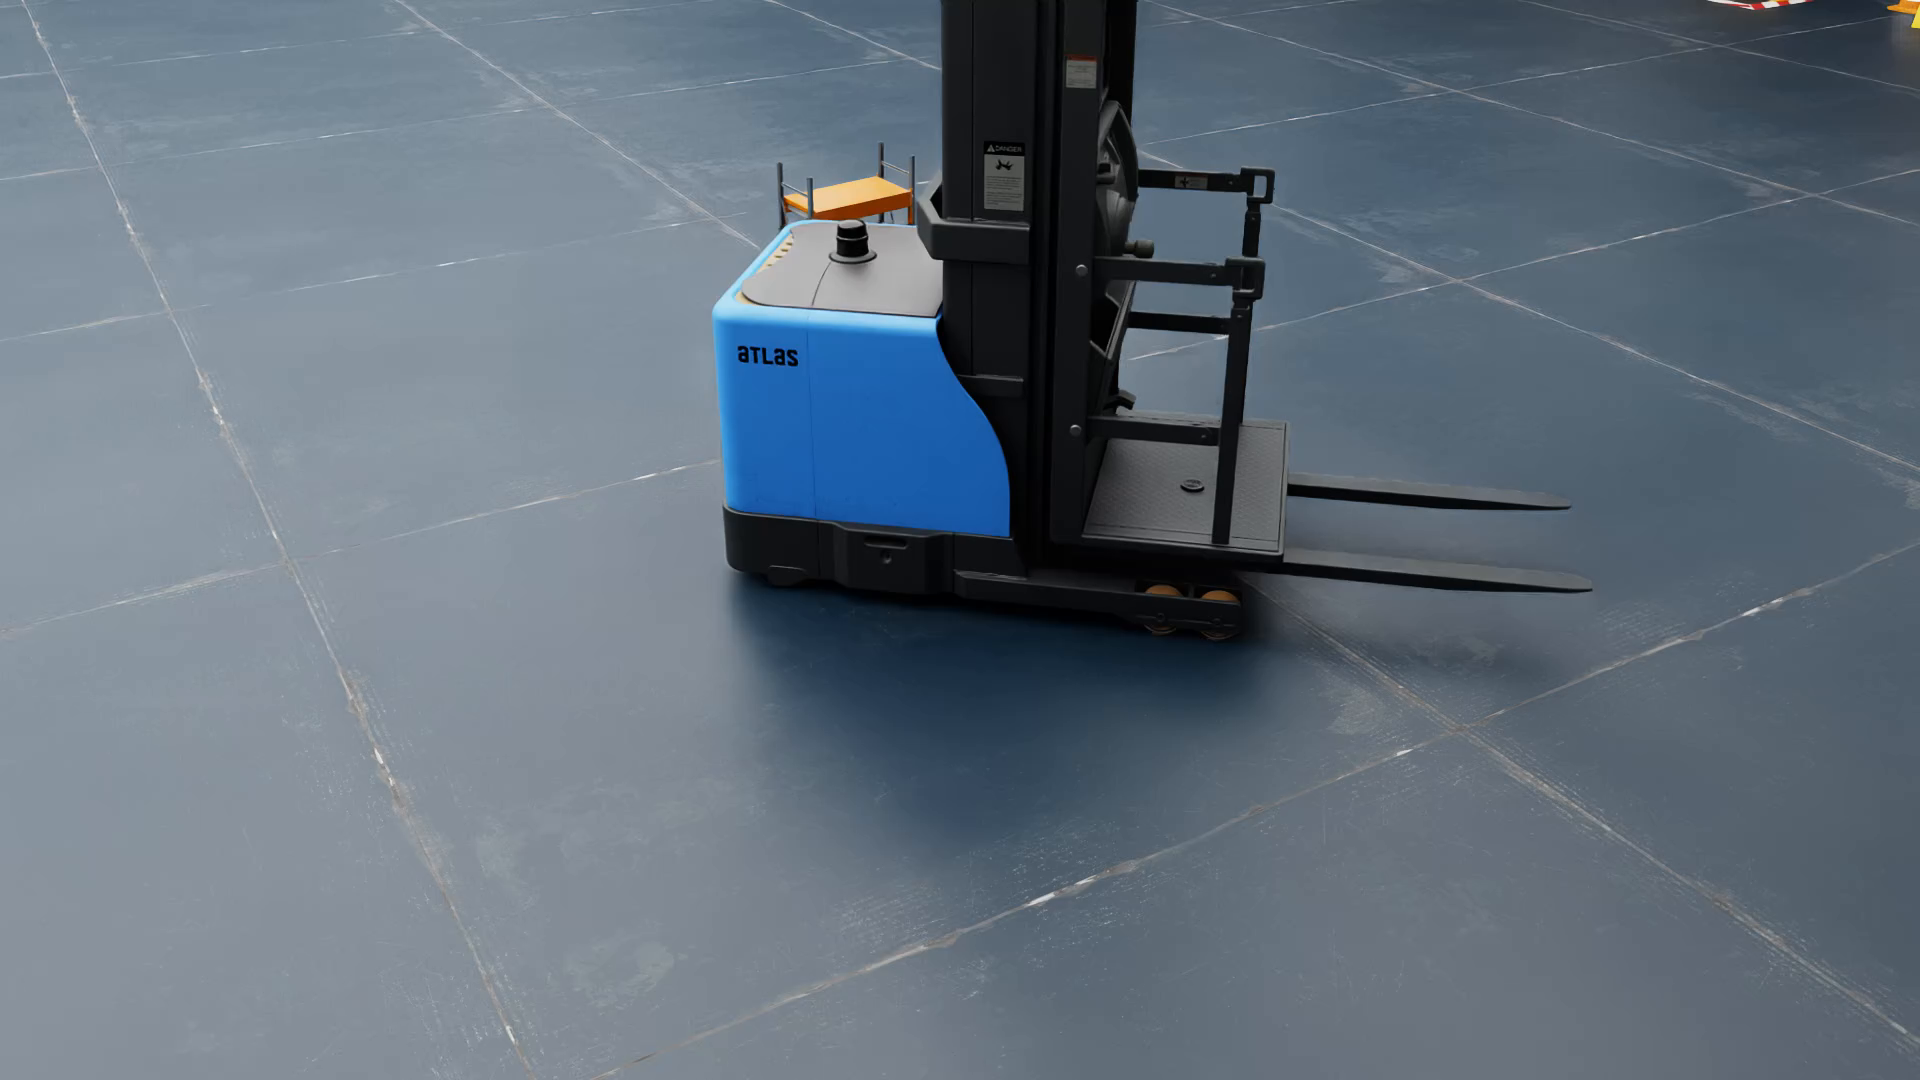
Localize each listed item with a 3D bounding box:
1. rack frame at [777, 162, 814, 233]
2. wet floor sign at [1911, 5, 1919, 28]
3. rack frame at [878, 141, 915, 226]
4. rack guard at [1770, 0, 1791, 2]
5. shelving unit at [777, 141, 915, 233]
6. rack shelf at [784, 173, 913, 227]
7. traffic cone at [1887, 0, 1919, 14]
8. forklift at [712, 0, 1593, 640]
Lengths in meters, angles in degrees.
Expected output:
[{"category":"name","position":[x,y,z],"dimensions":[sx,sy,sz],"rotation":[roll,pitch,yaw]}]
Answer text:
[{"category":"rack frame","position":[-0.657,-0.929,6.804],"dimensions":[0.015,1.200,0.240],"rotation":[-20,36,-32]},{"category":"wet floor sign","position":[8.429,-4.717,14.250],"dimensions":[0.232,0.644,0.267],"rotation":[-22,36,-35]},{"category":"rack frame","position":[-0.269,-1.072,7.064],"dimensions":[0.015,1.200,0.240],"rotation":[-20,36,-32]},{"category":"rack guard","position":[7.430,-5.480,15.782],"dimensions":[0.348,0.500,1.175],"rotation":[-16,33,-26]},{"category":"shelving unit","position":[-0.463,-1.001,6.934],"dimensions":[0.503,1.200,0.258],"rotation":[-20,36,-32]},{"category":"rack shelf","position":[-0.457,-1.341,6.738],"dimensions":[0.480,0.148,0.258],"rotation":[-20,36,-32]},{"category":"traffic cone","position":[8.628,-5.008,14.965],"dimensions":[0.334,0.463,0.336],"rotation":[-16,33,-26]},{"category":"forklift","position":[0.714,-1.220,5.546],"dimensions":[3.031,2.935,1.130],"rotation":[5,29,10]}]
